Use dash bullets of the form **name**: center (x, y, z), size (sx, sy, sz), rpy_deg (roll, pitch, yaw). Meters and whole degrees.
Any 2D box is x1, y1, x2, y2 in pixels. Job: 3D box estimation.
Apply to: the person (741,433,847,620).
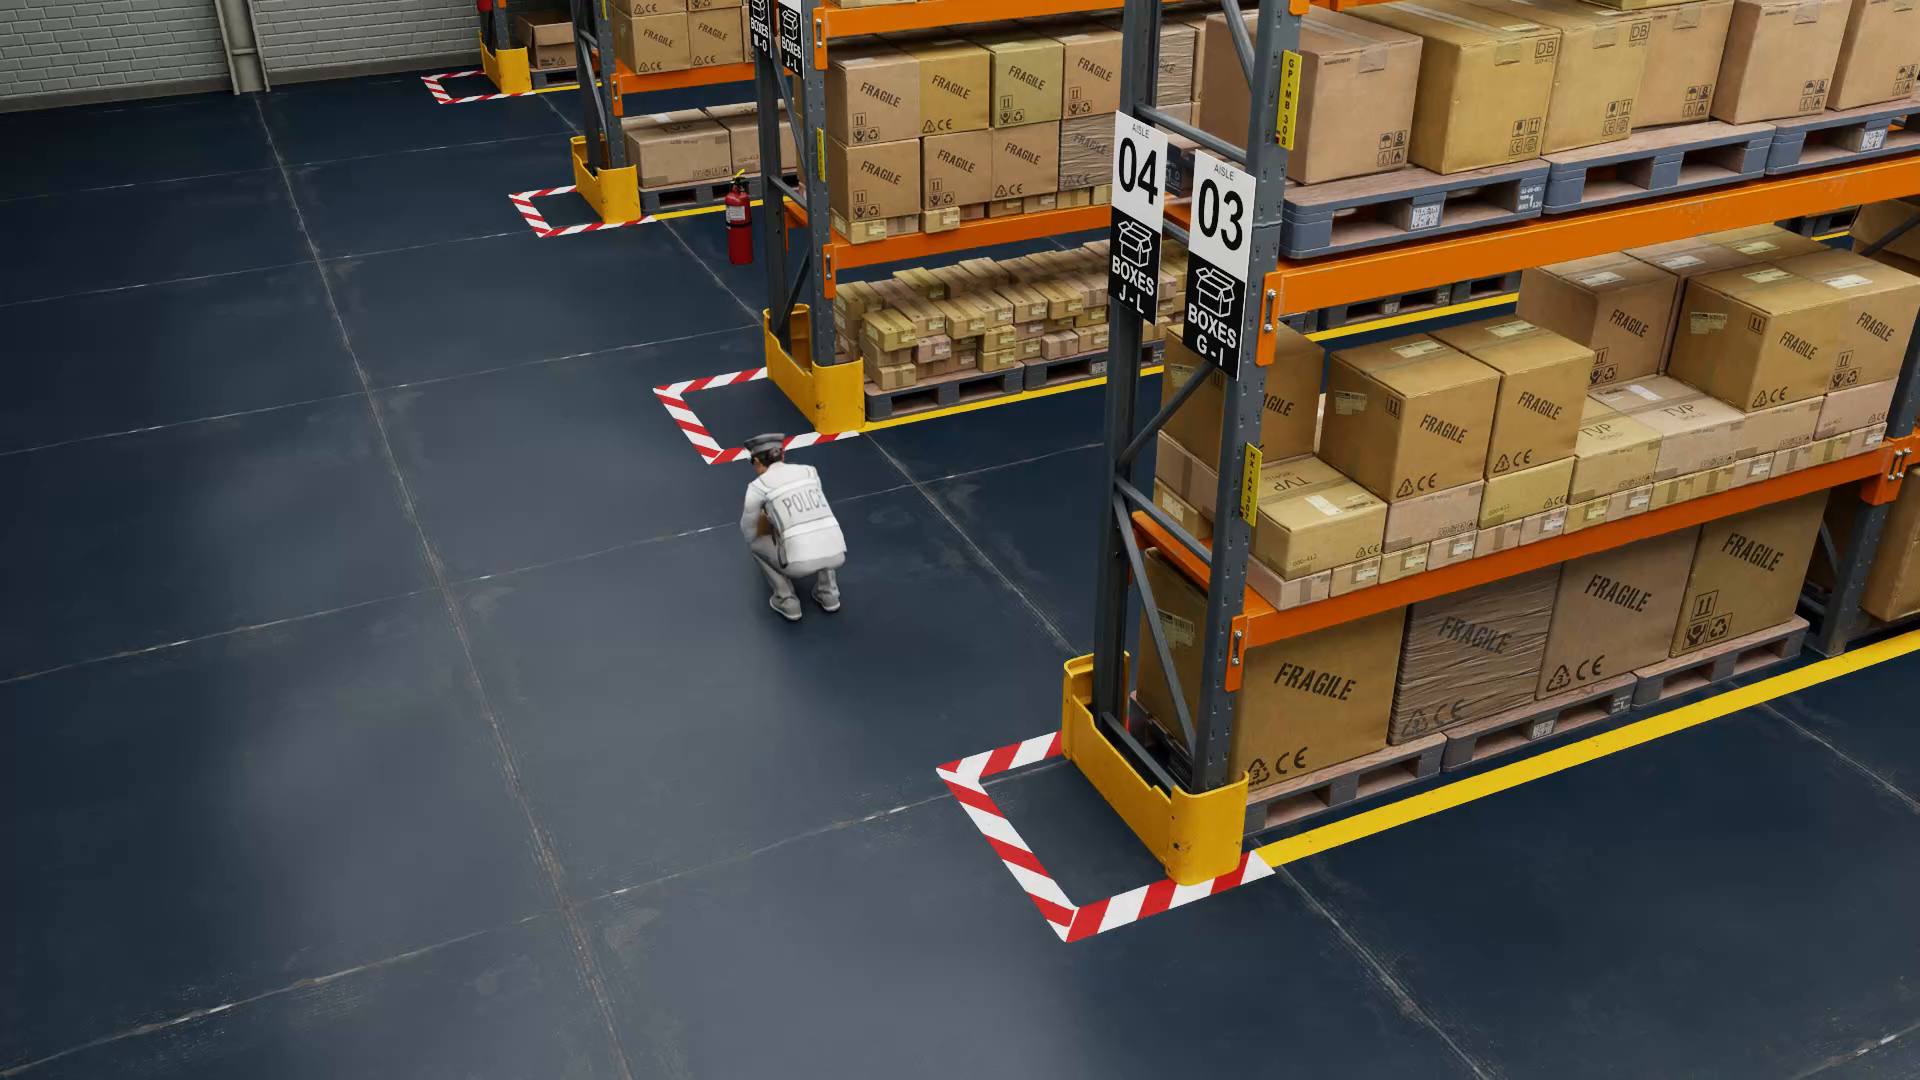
- **person**: center (-0.939, -0.092, 9.329), size (0.501, 0.961, 0.823), rpy_deg (-13, 32, -22)
